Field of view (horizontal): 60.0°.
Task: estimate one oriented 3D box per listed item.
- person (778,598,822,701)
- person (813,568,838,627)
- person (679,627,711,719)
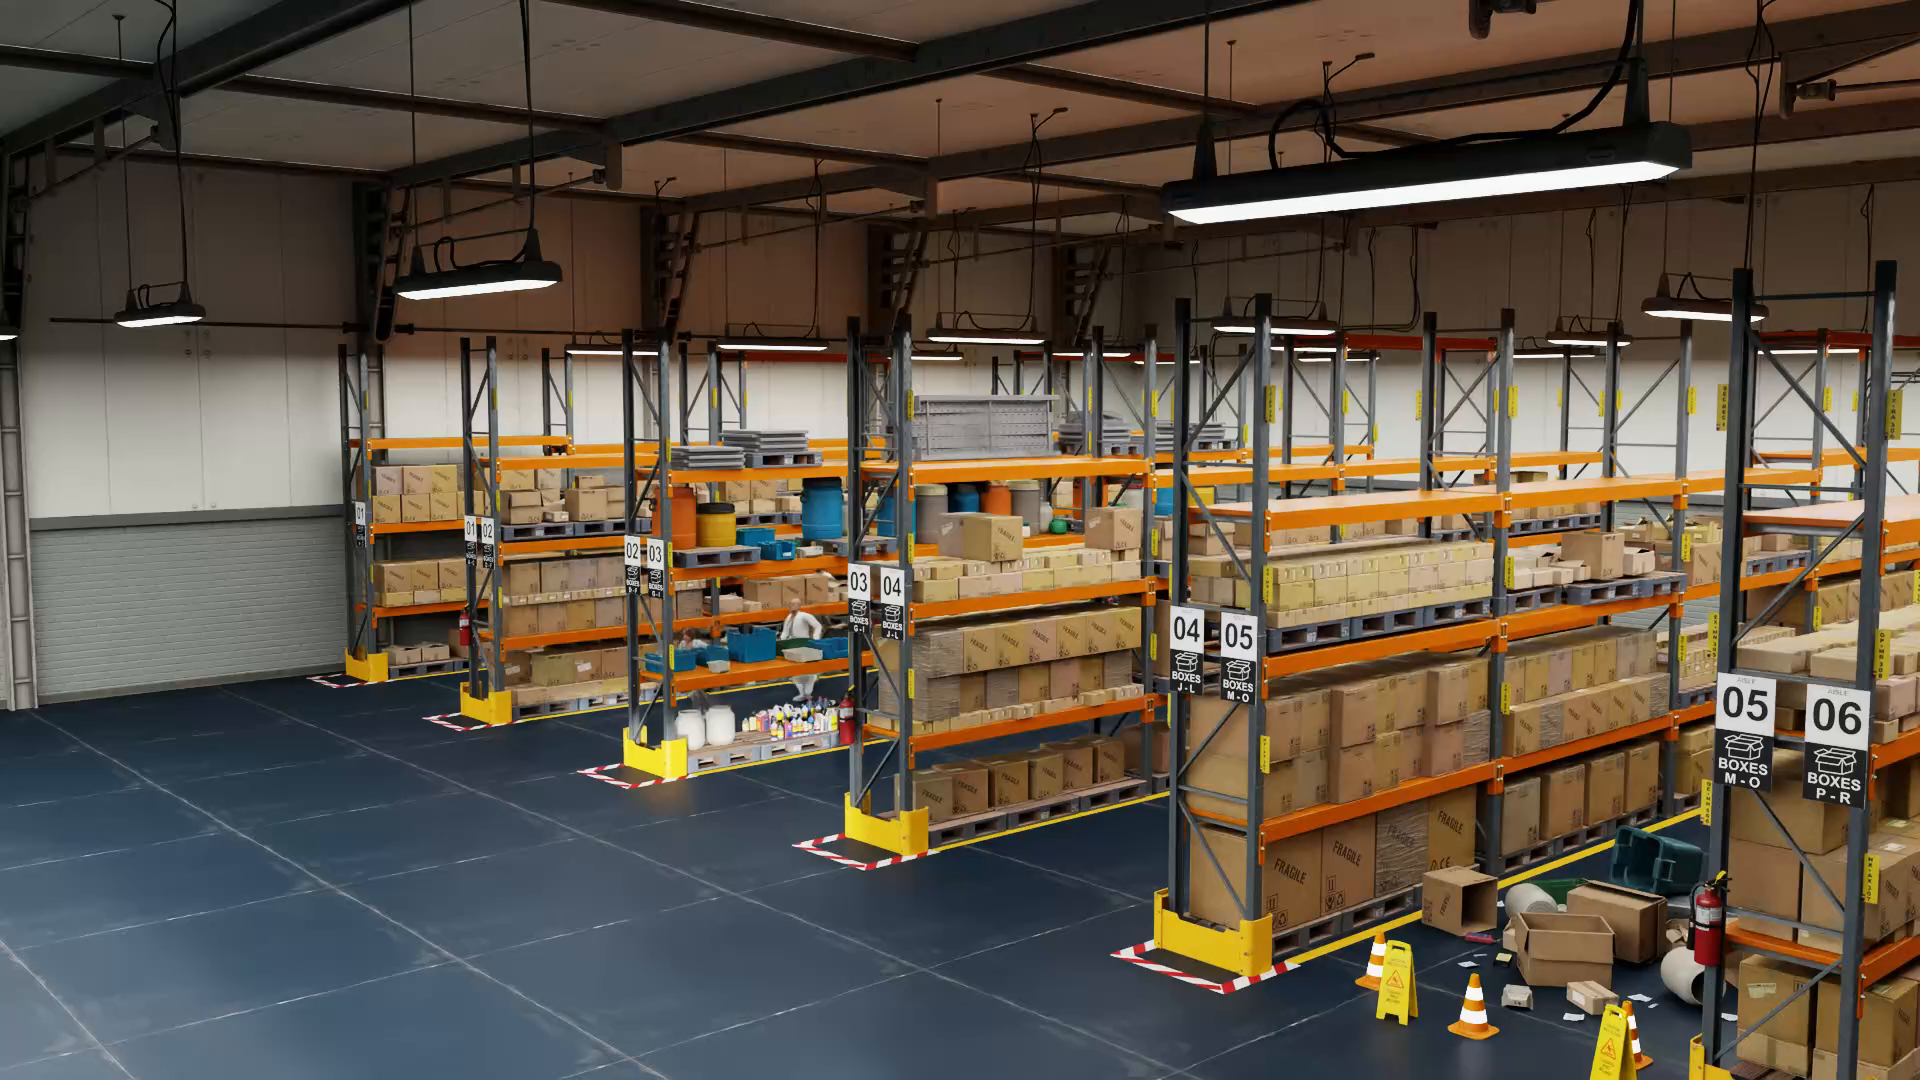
[{"bbox_3d":[-2.713,1.834,27.585,0.700,1.732,0.716,-5,7,-43],"label":"person"},{"bbox_3d":[-2.859,1.258,34.255,0.525,1.744,0.848,4,7,41],"label":"person"},{"bbox_3d":[-4.076,2.084,25.646,0.464,1.544,0.891,3,6,28],"label":"person"}]
